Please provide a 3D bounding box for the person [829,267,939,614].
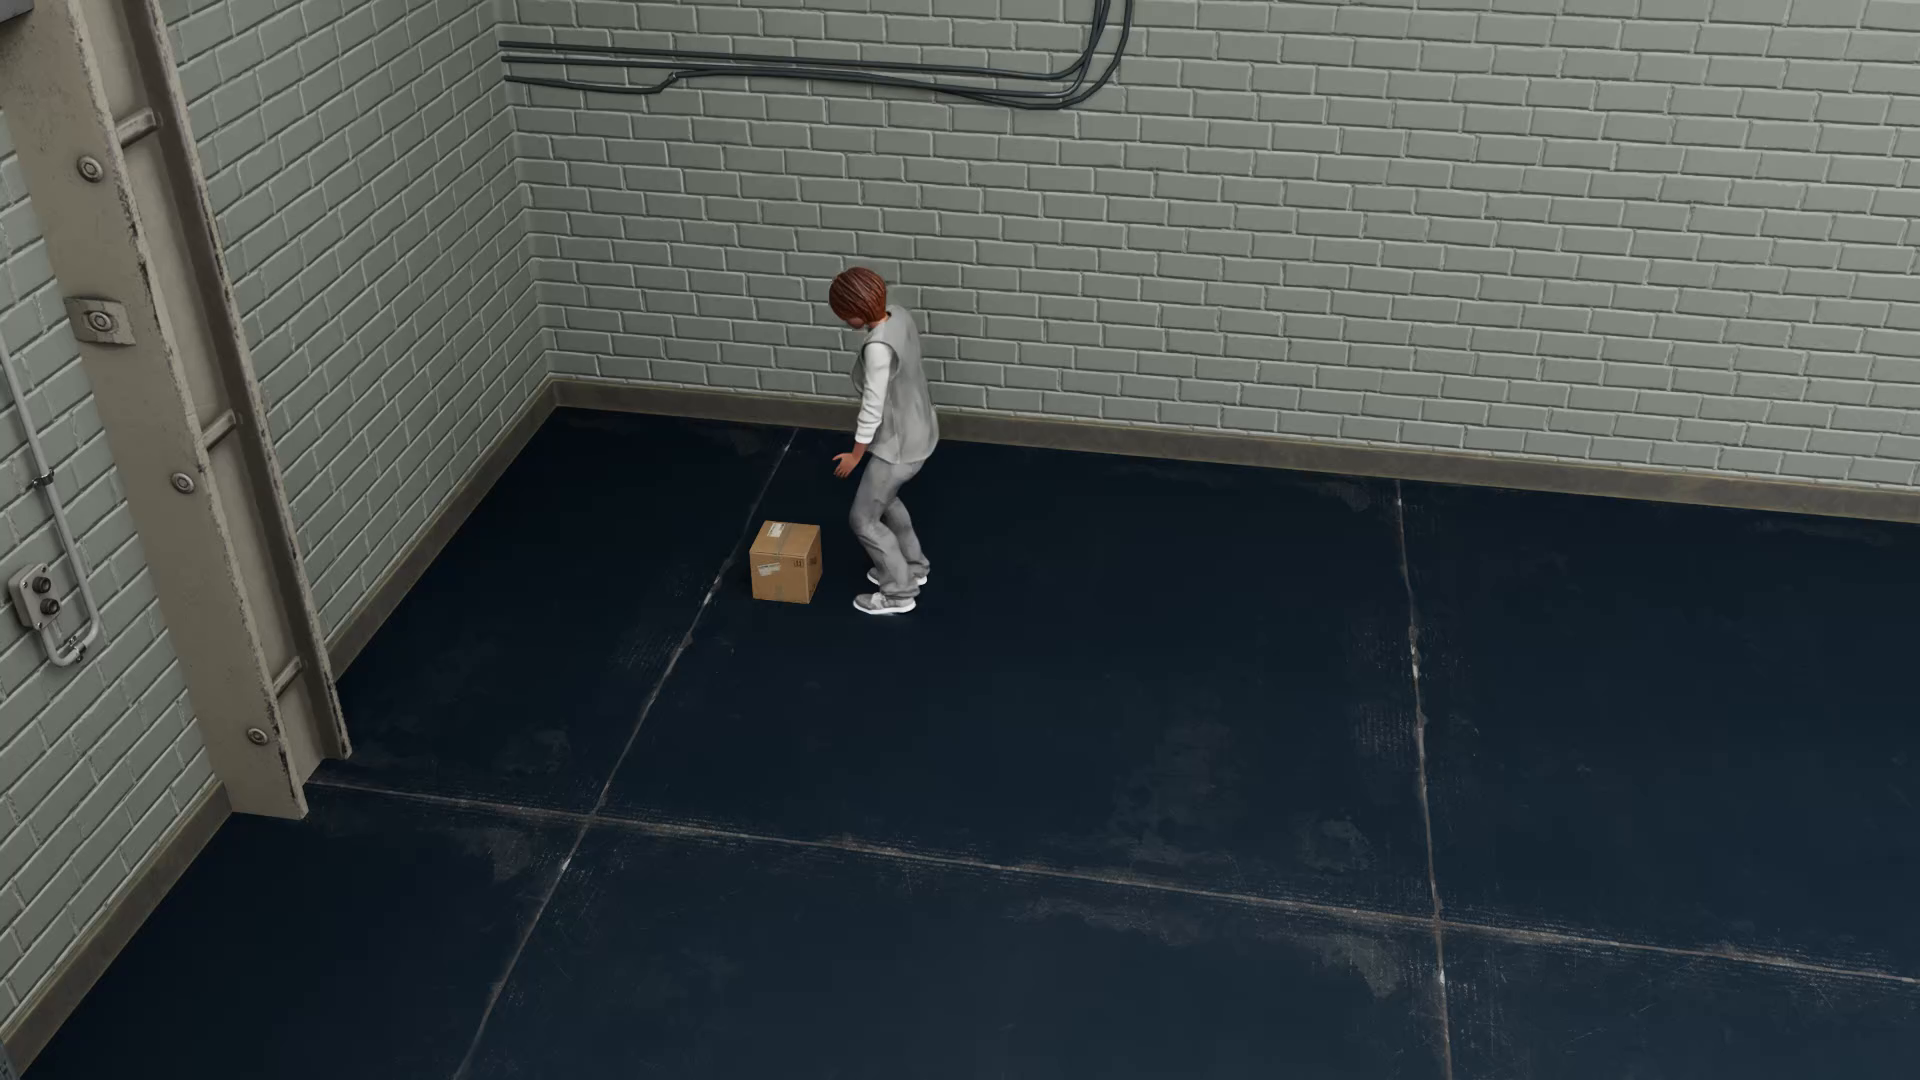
[{"bbox_3d":[-0.303,-0.386,6.808,0.417,1.538,0.433,6,33,9],"label":"person"}]
